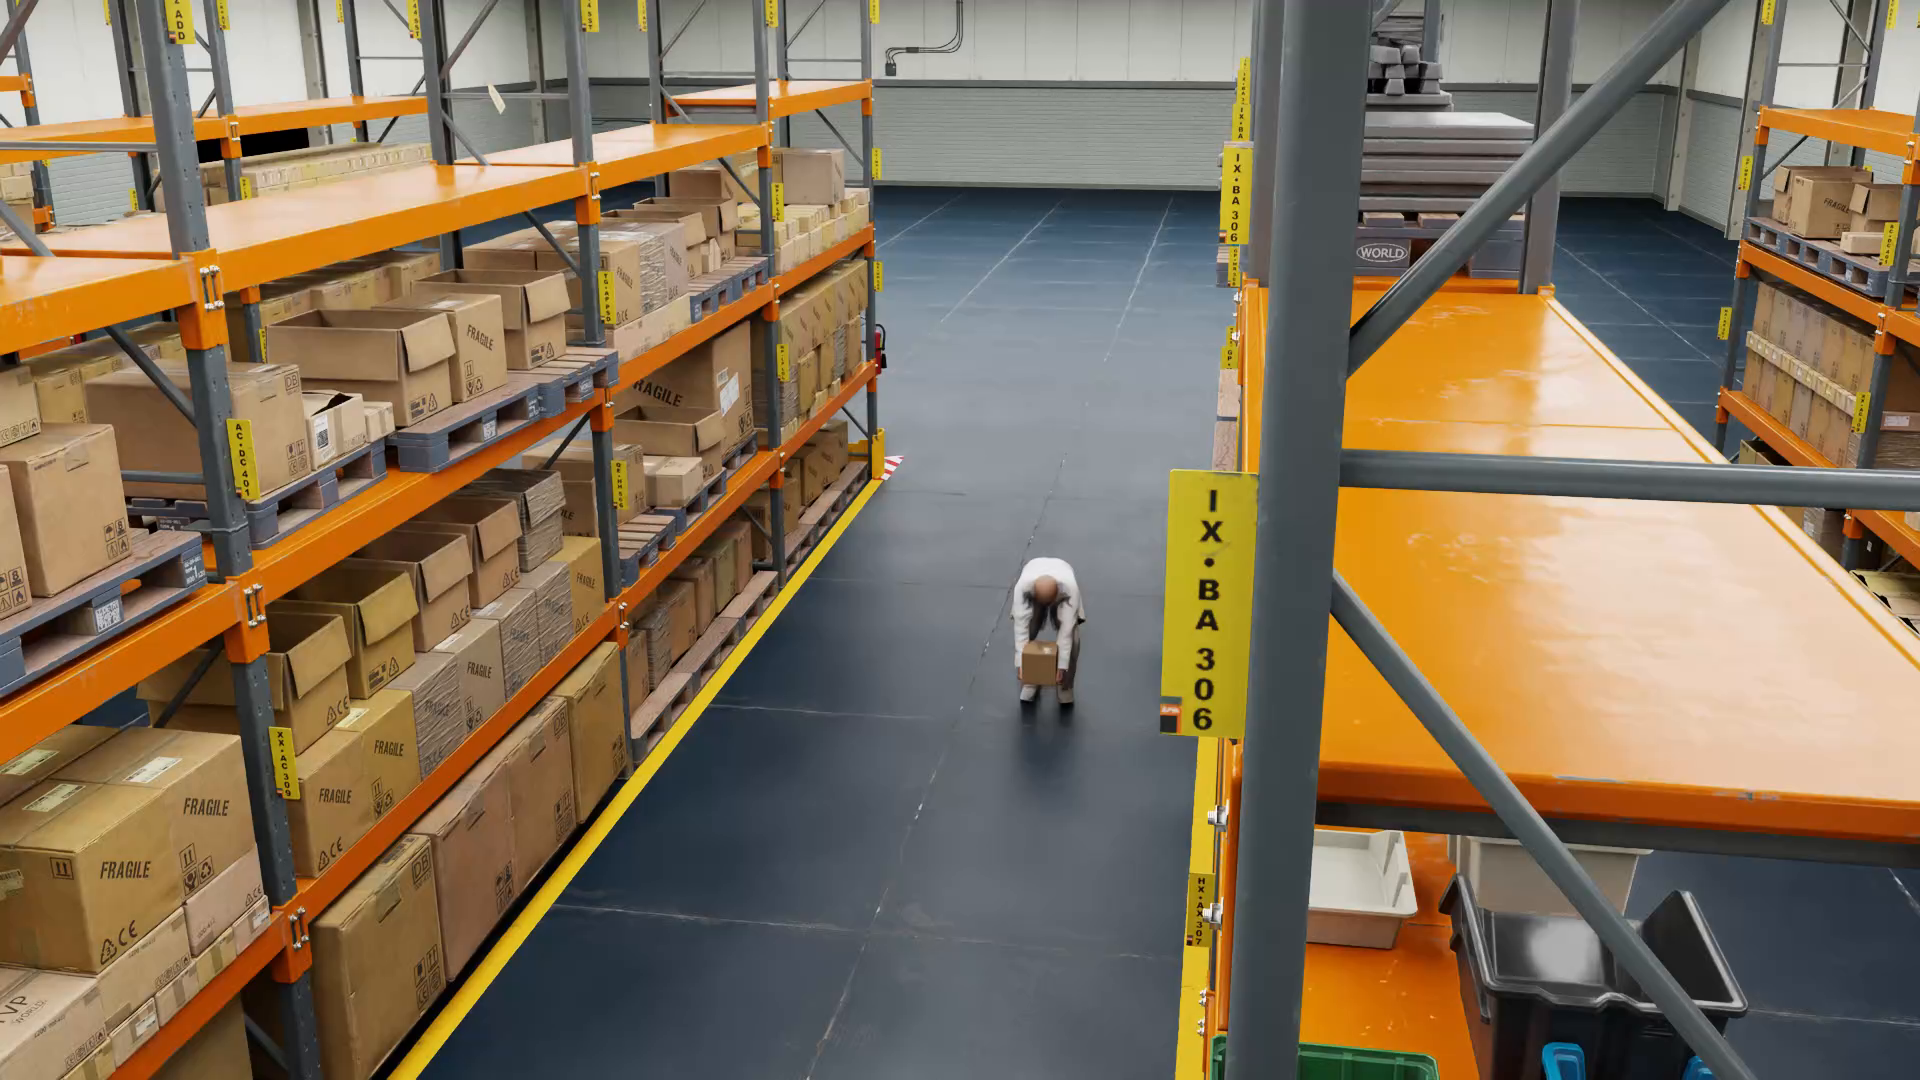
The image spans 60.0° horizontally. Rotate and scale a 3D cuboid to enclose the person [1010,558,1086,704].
[{"bbox_3d":[0.644,0.695,12.404,0.583,1.162,0.934,2,18,6],"label":"person"}]
